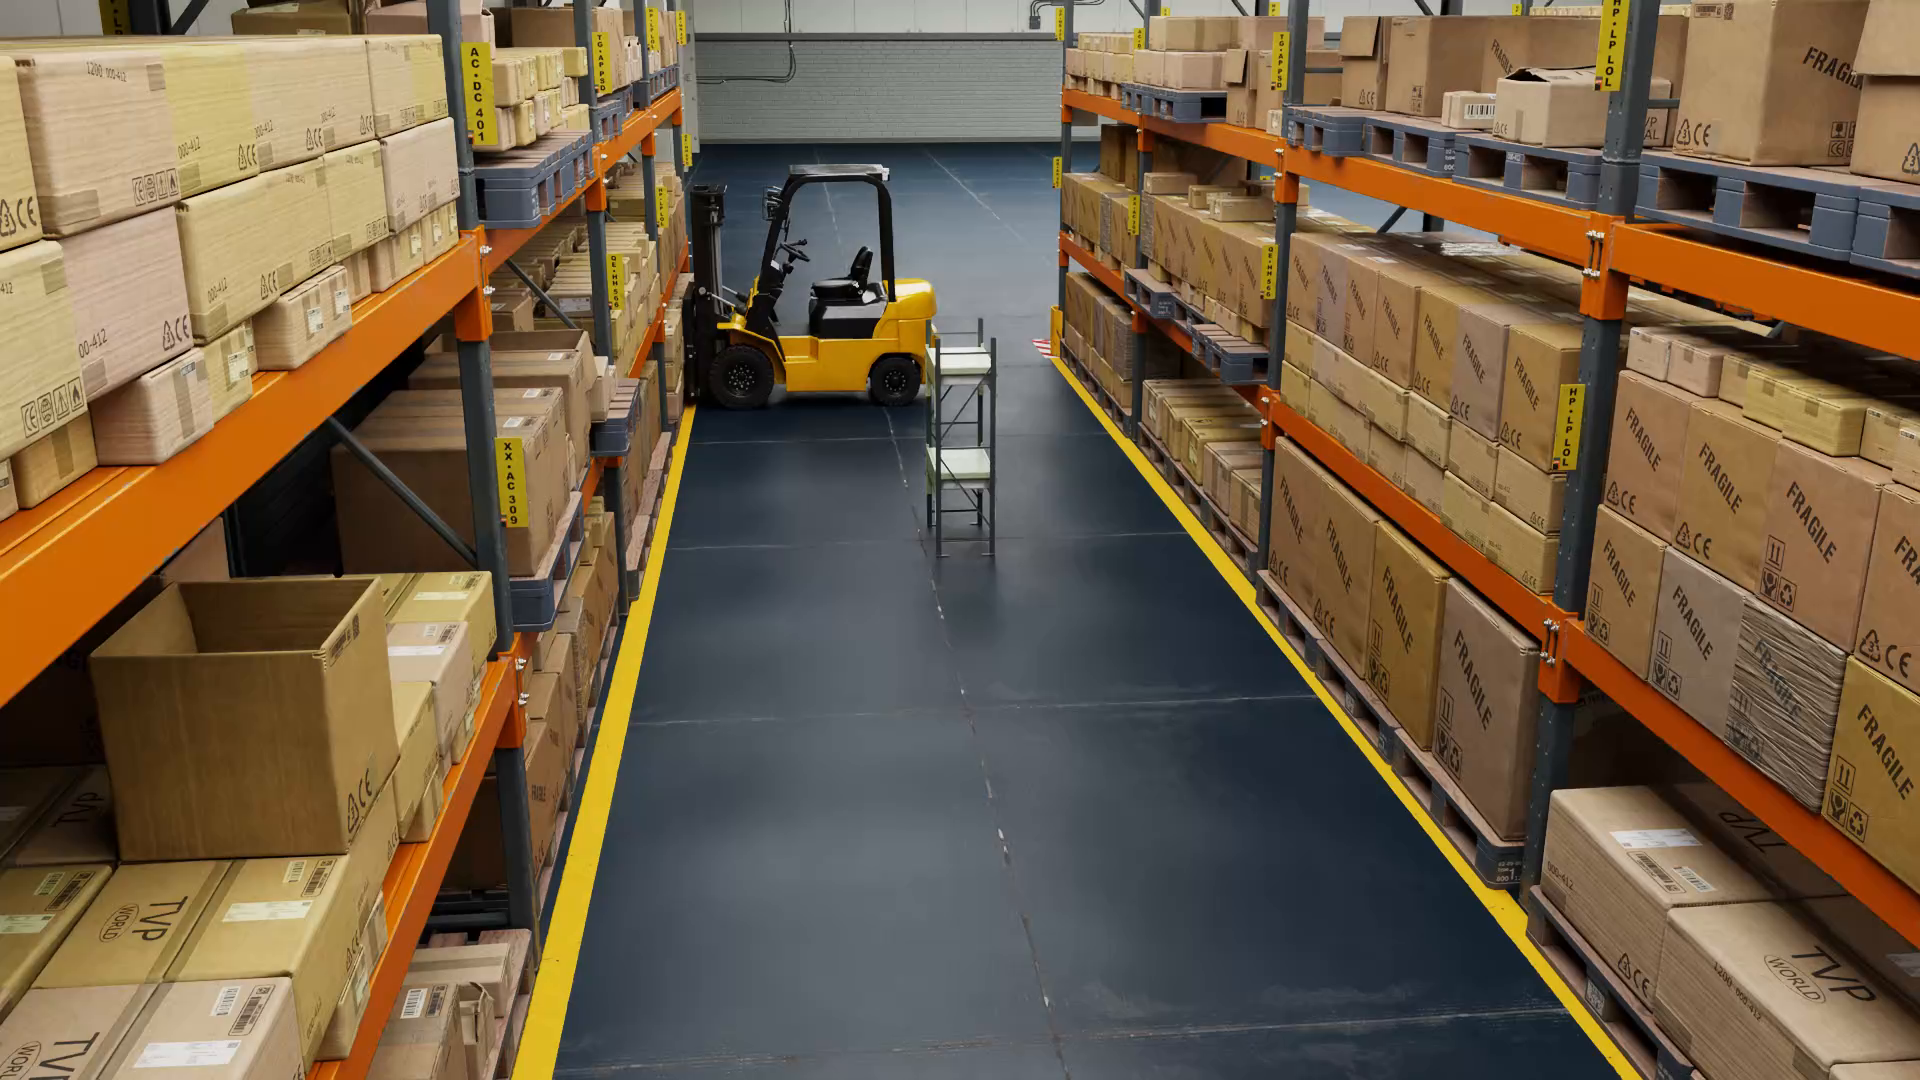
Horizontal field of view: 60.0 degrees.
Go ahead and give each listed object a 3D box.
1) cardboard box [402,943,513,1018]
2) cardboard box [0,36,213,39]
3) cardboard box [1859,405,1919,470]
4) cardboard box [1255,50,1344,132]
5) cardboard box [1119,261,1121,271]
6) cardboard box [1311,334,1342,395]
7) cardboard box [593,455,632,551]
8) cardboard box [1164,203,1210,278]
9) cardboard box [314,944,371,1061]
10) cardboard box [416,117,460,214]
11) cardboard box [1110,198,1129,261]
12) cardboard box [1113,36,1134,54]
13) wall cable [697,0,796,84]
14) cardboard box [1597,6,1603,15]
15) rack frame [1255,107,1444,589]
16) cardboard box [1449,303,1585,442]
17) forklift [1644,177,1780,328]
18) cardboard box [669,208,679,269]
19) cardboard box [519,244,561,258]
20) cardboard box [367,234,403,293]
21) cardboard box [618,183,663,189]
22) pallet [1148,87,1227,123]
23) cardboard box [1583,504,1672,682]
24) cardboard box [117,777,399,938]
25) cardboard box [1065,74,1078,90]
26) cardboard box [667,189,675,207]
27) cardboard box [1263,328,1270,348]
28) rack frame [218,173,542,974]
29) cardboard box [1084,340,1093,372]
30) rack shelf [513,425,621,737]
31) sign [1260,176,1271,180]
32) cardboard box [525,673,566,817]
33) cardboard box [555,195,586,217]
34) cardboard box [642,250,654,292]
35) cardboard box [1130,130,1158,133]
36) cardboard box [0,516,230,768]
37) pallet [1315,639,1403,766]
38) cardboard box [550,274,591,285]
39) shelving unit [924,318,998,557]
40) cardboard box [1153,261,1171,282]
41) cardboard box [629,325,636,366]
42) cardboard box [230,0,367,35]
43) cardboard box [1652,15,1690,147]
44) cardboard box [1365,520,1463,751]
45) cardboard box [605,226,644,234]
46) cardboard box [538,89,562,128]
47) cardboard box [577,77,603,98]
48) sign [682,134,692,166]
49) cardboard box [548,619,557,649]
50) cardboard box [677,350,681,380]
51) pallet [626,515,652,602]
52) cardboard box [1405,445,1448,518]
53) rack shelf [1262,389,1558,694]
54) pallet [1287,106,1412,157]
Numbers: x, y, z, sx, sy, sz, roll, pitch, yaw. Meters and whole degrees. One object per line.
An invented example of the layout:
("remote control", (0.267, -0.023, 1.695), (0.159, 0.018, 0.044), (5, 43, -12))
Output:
("cardboard box", (-1.774, 1.547, 5.801), (0.380, 0.149, 0.250), (-2, 18, -7))
("cardboard box", (-2.287, -1.200, 4.403), (0.500, 0.250, 0.500), (-2, 18, -7))
("cardboard box", (2.769, -0.278, 4.635), (0.380, 0.149, 0.250), (-2, 18, -6))
("cardboard box", (2.313, -2.878, 10.661), (0.700, 0.500, 0.500), (-2, 18, -6))
("cardboard box", (1.658, -2.503, 15.063), (0.380, 0.149, 0.250), (-2, 18, -6))
("cardboard box", (2.259, -0.971, 9.177), (0.500, 0.250, 0.500), (-1, 17, -4))
("cardboard box", (-2.587, -0.216, 10.619), (0.875, 0.625, 0.625), (-1, 17, -4))
("cardboard box", (1.841, -2.253, 12.480), (0.500, 0.500, 0.500), (-2, 18, -6))
("cardboard box", (-1.556, 1.050, 3.745), (0.380, 0.149, 0.250), (-2, 18, -7))
("cardboard box", (-1.825, -1.136, 5.032), (0.500, 0.250, 0.500), (-2, 18, -5))
("cardboard box", (1.635, -2.776, 14.847), (0.500, 0.500, 0.500), (-1, 17, -4))
("cardboard box", (1.540, -4.316, 14.498), (0.380, 0.149, 0.250), (-1, 17, -4))
("wall cable", (-6.269, -14.347, 47.538), (3.097, 2.526, 0.112), (-2, 18, -6))
("cardboard box", (6.363, -5.058, 15.994), (0.380, 0.149, 0.250), (-2, 17, -5))
("rack frame", (2.400, -1.116, 10.225), (1.000, 3.000, 0.127), (-2, 18, -6))
("cardboard box", (2.456, -0.729, 7.154), (0.500, 0.500, 0.500), (-1, 17, -5))
("forklift", (4.968, -1.365, 11.131), (1.130, 2.935, 3.031), (-1, 17, -3))
("cardboard box", (-2.889, -2.798, 15.413), (0.500, 0.500, 0.500), (-2, 18, -5))
("cardboard box", (-3.047, -2.018, 11.847), (0.380, 0.149, 0.250), (-2, 18, -6))
("cardboard box", (-1.731, -0.757, 4.491), (0.380, 0.149, 0.250), (-2, 18, -6))
("cardboard box", (-2.817, -3.064, 14.683), (0.380, 0.149, 0.250), (-2, 18, -7))
("pallet", (2.056, -3.153, 12.020), (1.213, 0.211, 1.003), (-2, 18, -6))
("cardboard box", (2.601, 0.176, 5.943), (0.500, 0.500, 0.500), (-1, 17, -4))
("cardboard box", (-1.672, 0.755, 4.019), (0.500, 0.250, 0.500), (-2, 18, -7))
("cardboard box", (1.287, -4.702, 17.059), (0.380, 0.149, 0.250), (-2, 18, -6))
("cardboard box", (-2.890, -3.226, 15.697), (0.380, 0.149, 0.250), (-2, 18, -5))
("cardboard box", (2.133, -1.287, 10.488), (0.380, 0.149, 0.250), (-1, 17, -4))
("rack frame", (-2.124, 0.230, 5.937), (1.000, 3.000, 0.127), (-2, 18, -6))
("cardboard box", (1.497, -1.825, 16.372), (0.500, 0.250, 0.500), (-1, 17, -2))
("rack shelf", (-2.330, -0.023, 7.943), (1.077, 0.370, 4.000), (-2, 18, -6))
("sign", (2.540, -2.879, 13.906), (0.100, 0.325, 0.005), (-2, 18, -6))
("cardboard box", (-2.015, 0.913, 7.234), (0.500, 0.500, 0.500), (-2, 18, -6))
("cardboard box", (-3.282, -2.739, 13.646), (0.380, 0.149, 0.250), (-2, 18, -6))
("cardboard box", (-2.584, -2.029, 12.548), (0.500, 0.250, 0.500), (-2, 18, -7))
("cardboard box", (2.045, -3.721, 16.190), (0.700, 0.500, 0.500), (-2, 18, -6))
("cardboard box", (-2.235, 0.254, 4.363), (0.500, 0.500, 0.500), (-2, 18, -7))
("pallet", (2.529, 0.814, 8.732), (1.003, 0.211, 1.213), (-2, 18, -6))
("cardboard box", (-2.357, -1.578, 10.447), (0.380, 0.149, 0.250), (-1, 17, -4))
("shelving unit", (-0.001, -0.718, 11.459), (0.431, 1.500, 0.755), (-2, 18, -6))
("cardboard box", (1.748, -2.139, 13.202), (0.380, 0.149, 0.250), (-1, 17, -5))
("cardboard box", (-2.446, -1.333, 11.167), (0.500, 0.250, 0.500), (-2, 18, -7))
("cardboard box", (-2.224, -1.758, 5.625), (0.396, 0.266, 0.258), (-2, 18, -6))
("cardboard box", (3.011, -1.875, 6.767), (0.500, 0.500, 0.500), (-2, 18, -7))
("cardboard box", (2.569, 0.438, 8.121), (0.875, 0.875, 0.875), (-1, 17, -4))
("cardboard box", (-2.648, -2.340, 12.871), (0.380, 0.149, 0.250), (-2, 18, -6))
("cardboard box", (-1.884, -1.811, 6.981), (0.380, 0.149, 0.250), (-1, 17, -4))
("cardboard box", (-2.270, -2.643, 9.602), (0.380, 0.166, 0.250), (-2, 18, -6))
("sign", (-2.820, -4.023, 17.156), (0.100, 0.325, 0.005), (-2, 18, -6))
("cardboard box", (-2.093, 0.410, 7.751), (0.380, 0.149, 0.250), (-1, 17, -4))
("cardboard box", (-2.746, -1.584, 14.770), (0.500, 0.250, 0.500), (-2, 18, -6))
("pallet", (-2.582, 0.122, 10.936), (1.003, 0.211, 1.213), (-2, 18, -6))
("cardboard box", (2.432, -0.282, 7.817), (0.500, 0.250, 0.500), (-2, 18, -7))
("rack shelf", (2.607, -0.177, 8.435), (1.077, 0.370, 4.000), (-2, 18, -6))
("pallet", (2.520, -2.267, 9.198), (1.213, 0.211, 1.003), (-1, 17, -3))
